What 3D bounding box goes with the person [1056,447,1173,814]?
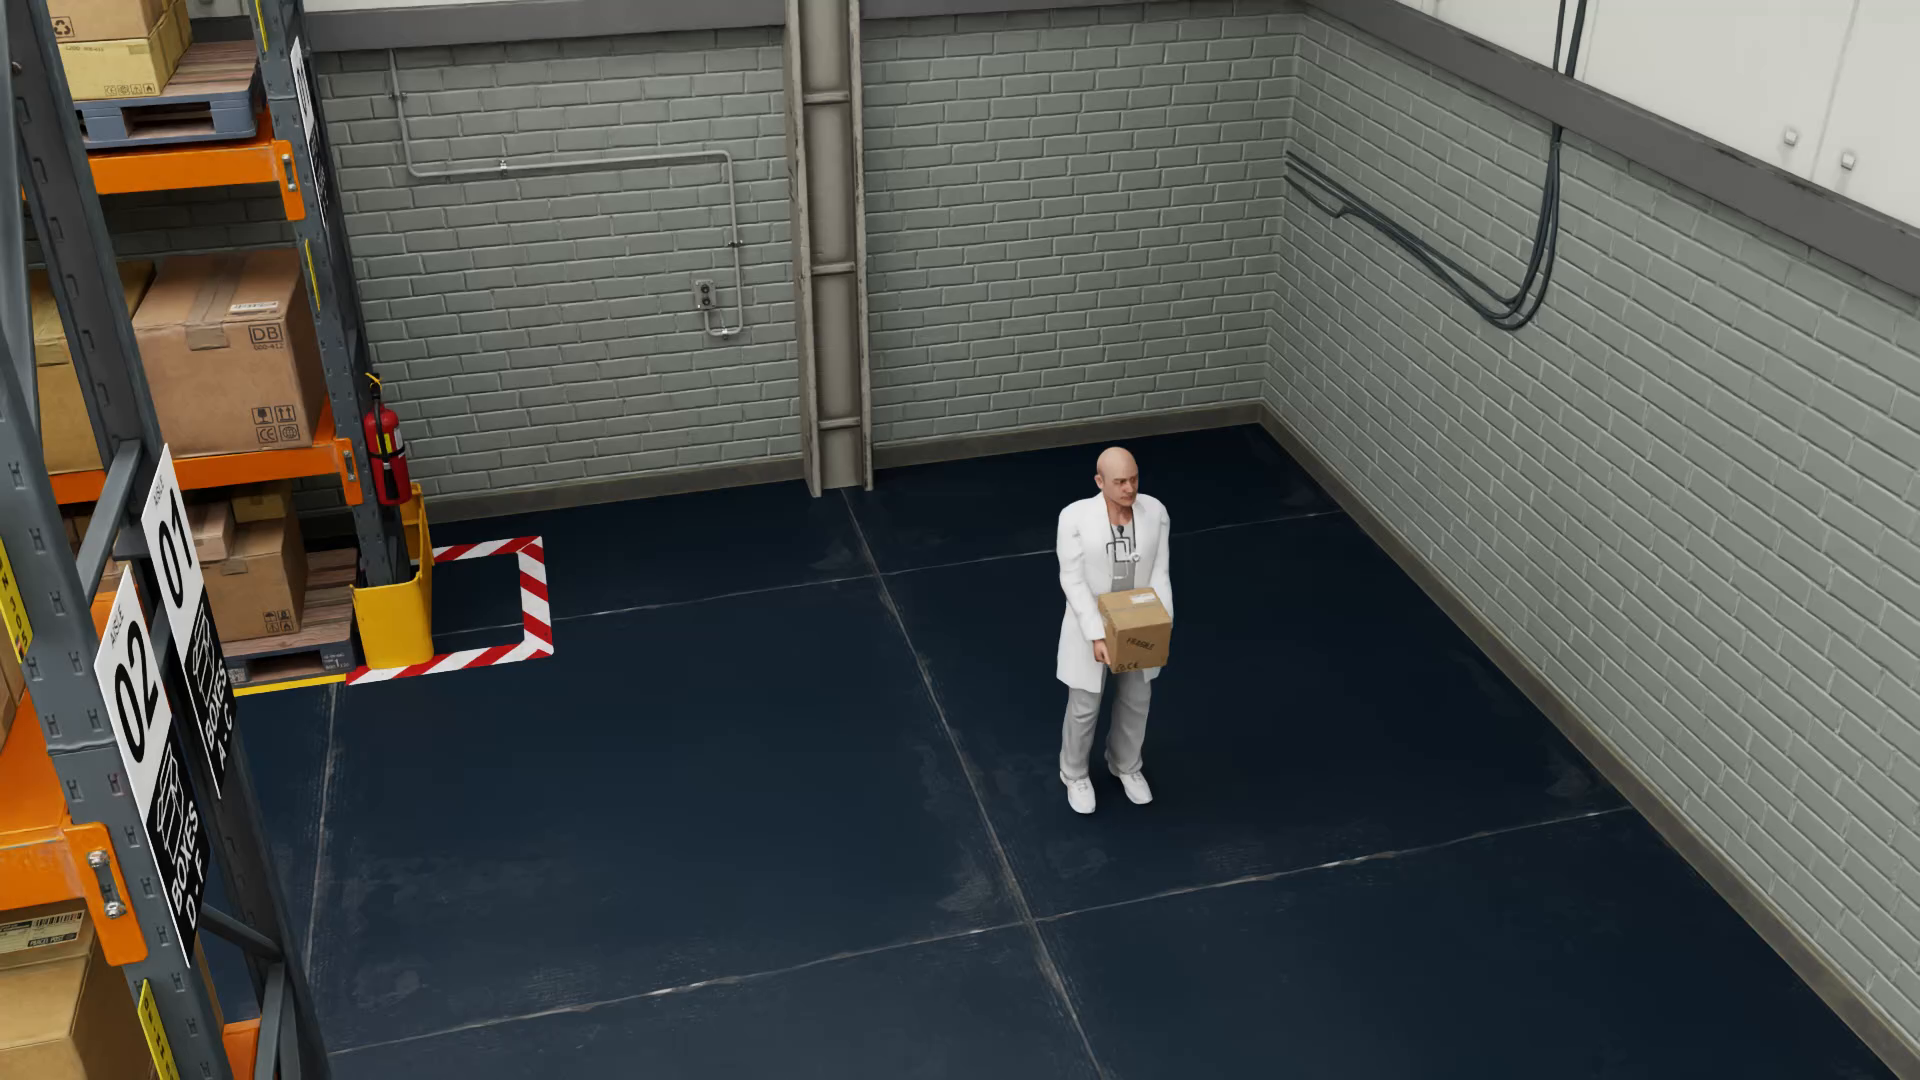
[{"bbox_3d":[0.712,0.455,7.471,0.526,1.777,0.543,-8,31,-13],"label":"person"}]
